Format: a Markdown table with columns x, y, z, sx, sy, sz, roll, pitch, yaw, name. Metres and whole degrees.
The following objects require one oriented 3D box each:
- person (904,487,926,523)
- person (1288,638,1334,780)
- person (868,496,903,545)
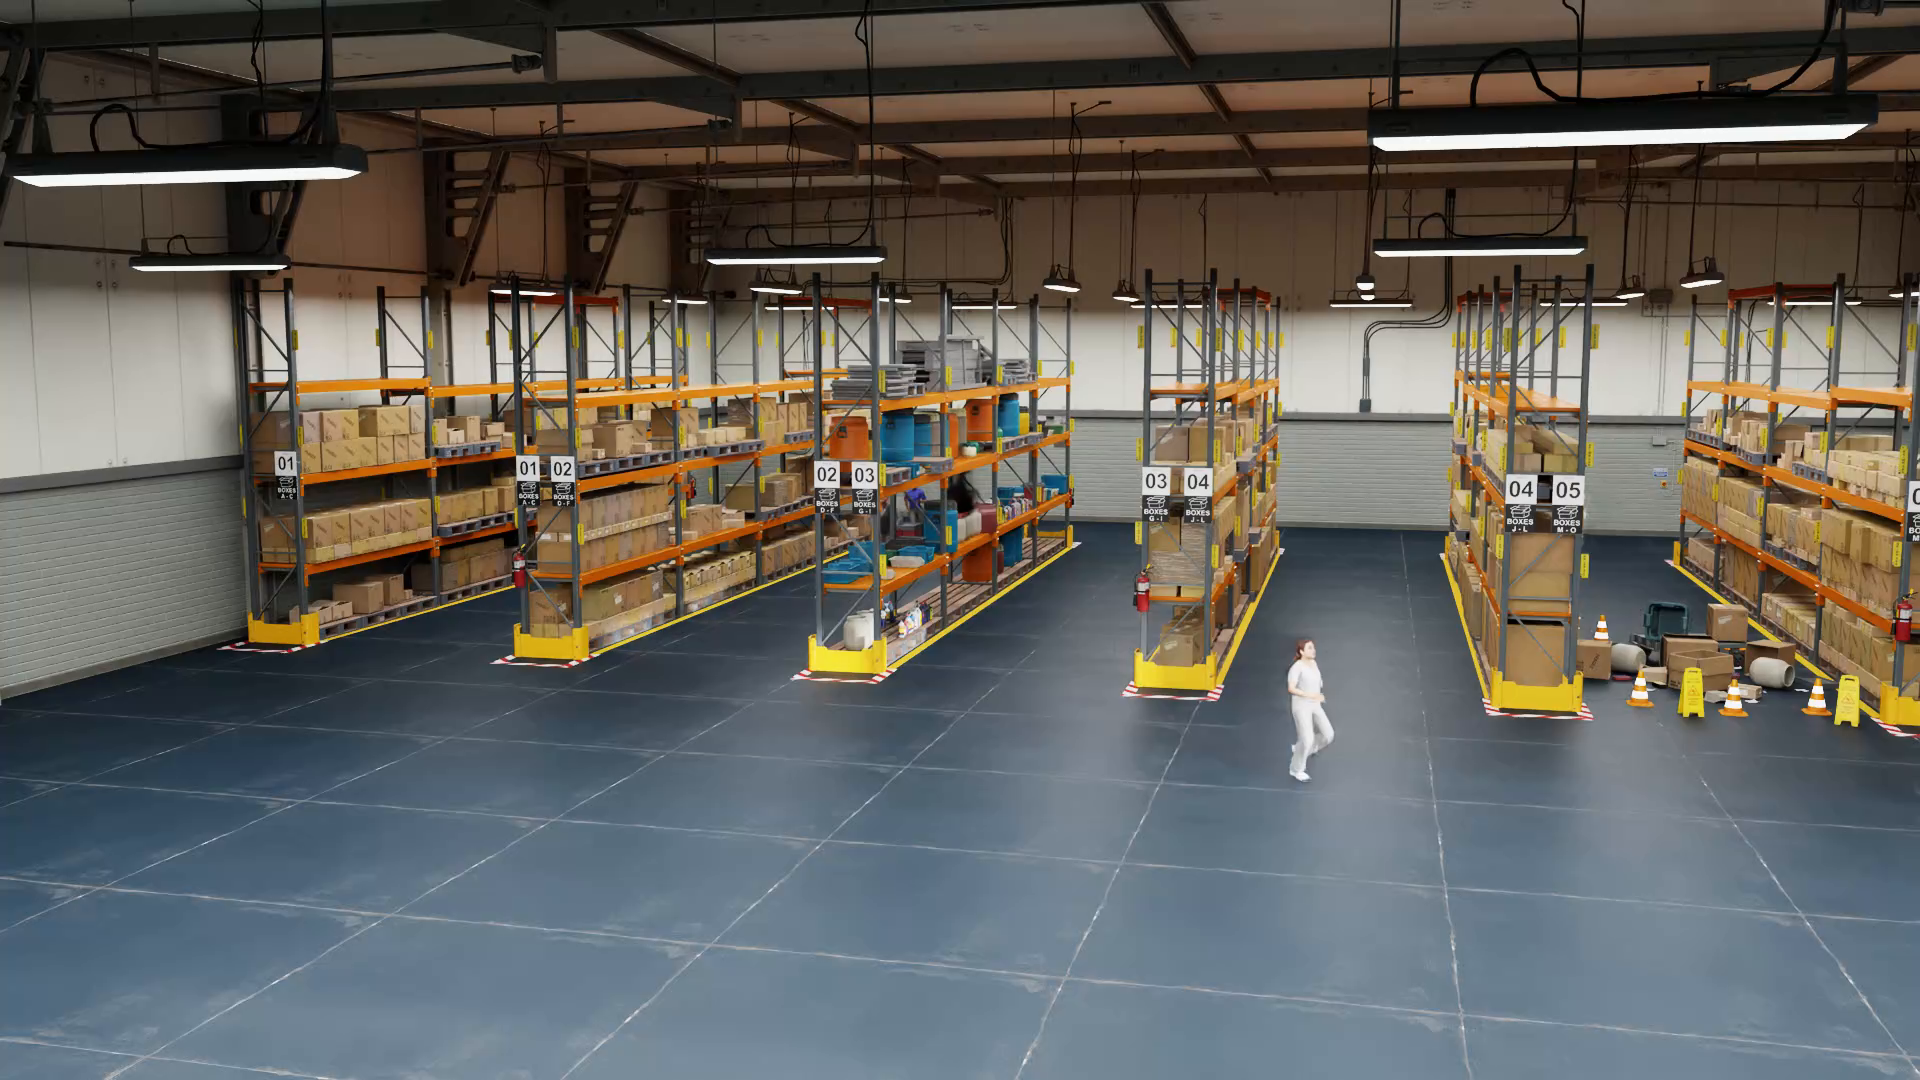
| x | y | z | sx | sy | sz | roll | pitch | yaw | name |
| --- | --- | --- | --- | --- | --- | --- | --- | --- | --- |
| -1.084 | -0.574 | 40.274 | 0.578 | 1.621 | 0.721 | 1 | 7 | 4 | person |
| 3.978 | 1.928 | 18.912 | 0.612 | 1.639 | 0.520 | -6 | 9 | -40 | person |
| -1.516 | -0.107 | 33.294 | 0.707 | 1.686 | 0.558 | 2 | 7 | 14 | person |
